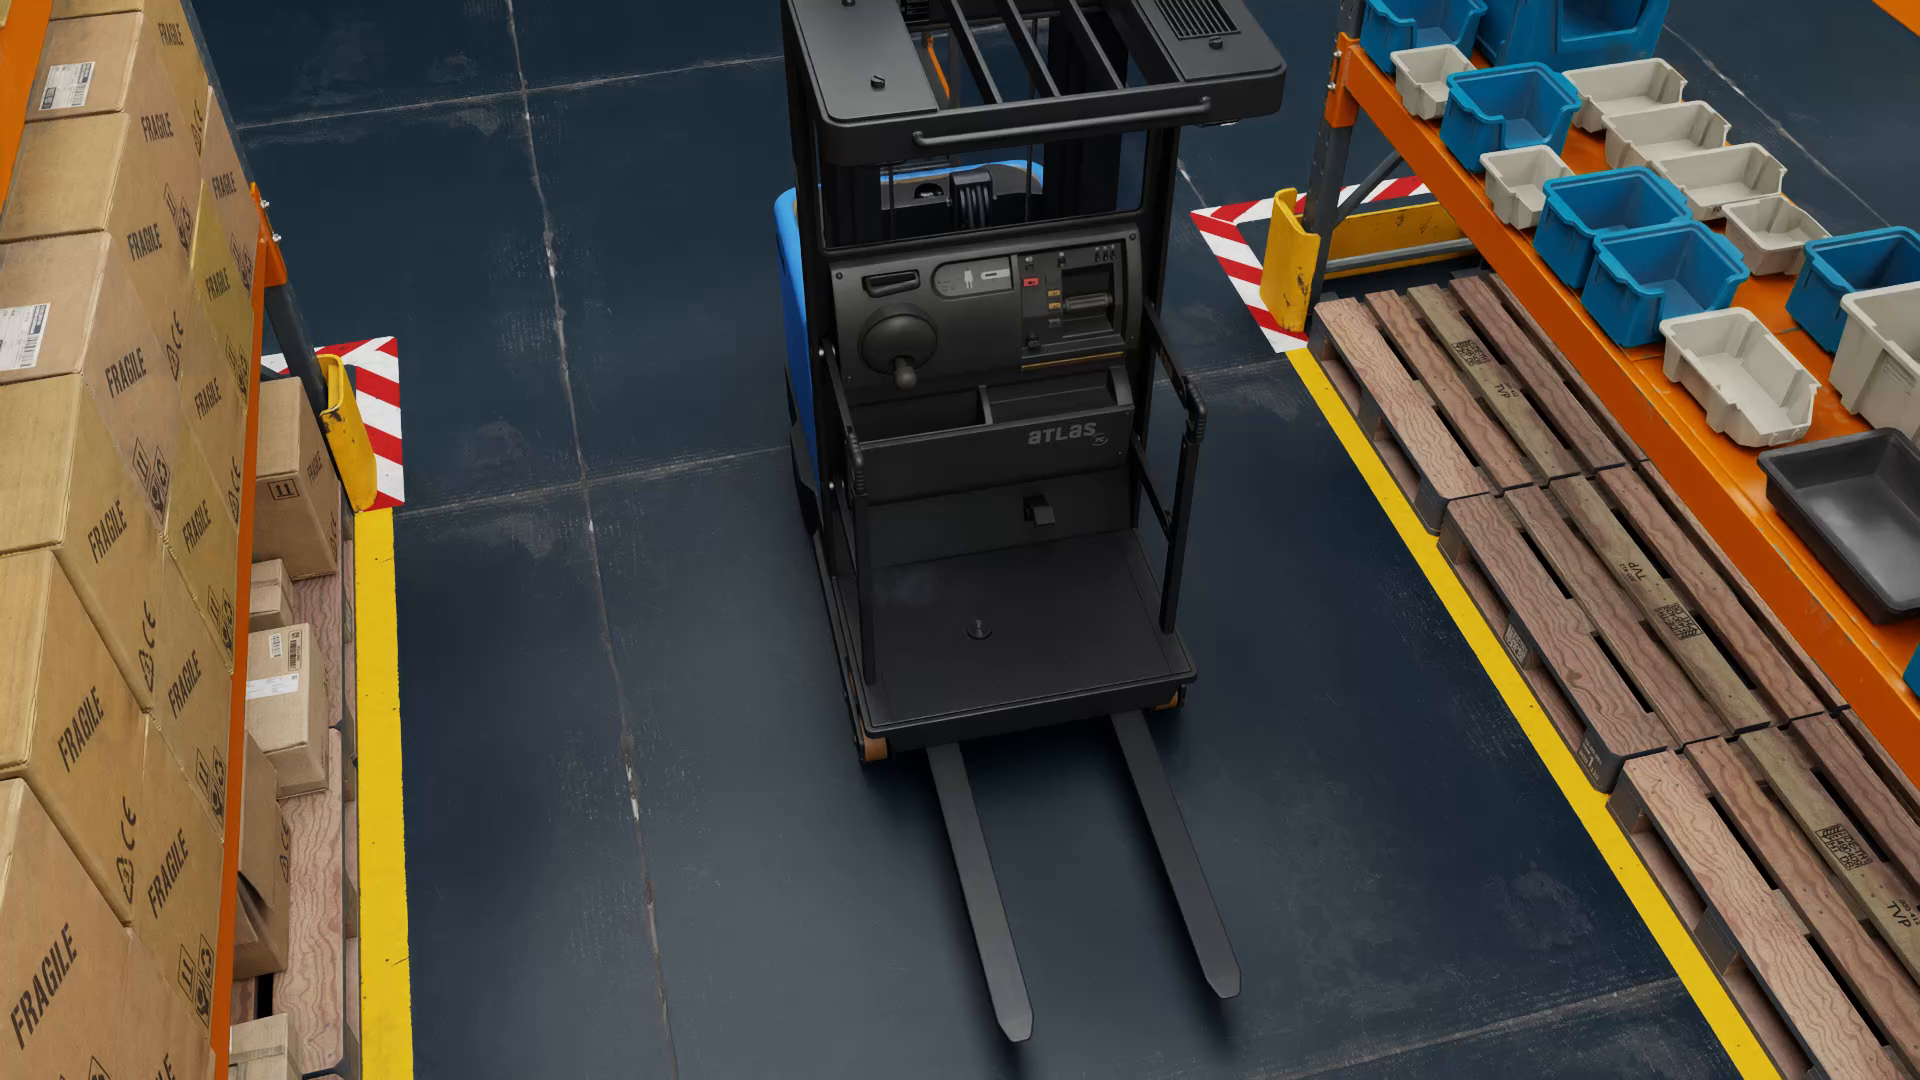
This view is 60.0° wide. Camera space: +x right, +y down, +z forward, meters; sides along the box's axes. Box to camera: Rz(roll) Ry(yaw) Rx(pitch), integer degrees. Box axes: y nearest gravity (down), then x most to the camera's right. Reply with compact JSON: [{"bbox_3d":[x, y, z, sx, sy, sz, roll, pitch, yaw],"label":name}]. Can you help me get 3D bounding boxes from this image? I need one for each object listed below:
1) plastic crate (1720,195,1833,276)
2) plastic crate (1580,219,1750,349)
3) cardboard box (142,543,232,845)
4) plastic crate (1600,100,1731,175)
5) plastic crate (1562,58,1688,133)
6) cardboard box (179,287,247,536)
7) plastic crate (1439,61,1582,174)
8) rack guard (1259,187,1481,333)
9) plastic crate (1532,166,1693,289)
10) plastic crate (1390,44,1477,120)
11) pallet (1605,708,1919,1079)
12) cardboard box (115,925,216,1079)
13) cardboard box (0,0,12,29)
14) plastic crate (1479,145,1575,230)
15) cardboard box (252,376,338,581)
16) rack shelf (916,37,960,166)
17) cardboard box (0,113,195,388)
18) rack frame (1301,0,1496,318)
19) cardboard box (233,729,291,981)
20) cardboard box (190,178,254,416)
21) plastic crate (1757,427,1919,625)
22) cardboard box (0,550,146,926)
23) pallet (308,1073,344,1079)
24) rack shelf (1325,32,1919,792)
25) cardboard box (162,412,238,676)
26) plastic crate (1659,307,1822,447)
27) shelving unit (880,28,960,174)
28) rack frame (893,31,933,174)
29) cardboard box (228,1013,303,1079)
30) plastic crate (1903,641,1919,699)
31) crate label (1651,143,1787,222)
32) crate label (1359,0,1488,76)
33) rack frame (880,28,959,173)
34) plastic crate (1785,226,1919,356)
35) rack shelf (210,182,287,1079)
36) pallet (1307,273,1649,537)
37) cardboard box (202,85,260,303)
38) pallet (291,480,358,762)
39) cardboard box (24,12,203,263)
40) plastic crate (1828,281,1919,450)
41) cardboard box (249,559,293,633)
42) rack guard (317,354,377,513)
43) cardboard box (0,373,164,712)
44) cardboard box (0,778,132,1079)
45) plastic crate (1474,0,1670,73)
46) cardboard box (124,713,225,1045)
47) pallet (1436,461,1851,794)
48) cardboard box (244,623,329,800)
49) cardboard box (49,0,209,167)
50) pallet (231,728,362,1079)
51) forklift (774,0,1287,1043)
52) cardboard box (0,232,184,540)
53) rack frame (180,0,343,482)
[{"bbox_3d":[2.561,-0.945,5.219,0.298,0.136,0.250,-11,47,-10],"label":"plastic crate"},{"bbox_3d":[2.087,-0.754,4.963,0.416,0.233,0.300,-11,47,-10],"label":"plastic crate"},{"bbox_3d":[-1.964,0.391,3.696,0.500,0.500,0.500,-11,47,-11],"label":"cardboard box"},{"bbox_3d":[2.373,-1.334,5.600,0.396,0.136,0.243,-11,47,-10],"label":"plastic crate"},{"bbox_3d":[2.312,-1.537,5.798,0.396,0.136,0.243,-11,47,-10],"label":"plastic crate"},{"bbox_3d":[-2.224,-0.307,4.381,0.500,0.500,0.500,-10,46,-10],"label":"cardboard box"},{"bbox_3d":[1.842,-1.415,5.612,0.416,0.233,0.300,-11,47,-10],"label":"plastic crate"},{"bbox_3d":[1.910,-1.277,7.152,1.175,0.500,0.348,-11,47,-10],"label":"rack guard"},{"bbox_3d":[2.011,-0.961,5.166,0.416,0.233,0.300,-11,47,-10],"label":"plastic crate"},{"bbox_3d":[1.676,-1.599,5.860,0.250,0.136,0.298,-11,47,-10],"label":"plastic crate"},{"bbox_3d":[2.727,1.099,5.025,1.003,0.211,1.213,-11,47,-10],"label":"pallet"},{"bbox_3d":[-1.704,1.090,3.012,0.500,0.500,0.500,-10,46,-9],"label":"cardboard box"},{"bbox_3d":[-2.216,-1.236,3.366,0.500,0.250,0.500,-11,47,-10],"label":"cardboard box"},{"bbox_3d":[1.849,-1.131,5.401,0.250,0.136,0.298,-11,47,-10],"label":"plastic crate"},{"bbox_3d":[-2.483,-0.184,5.772,0.500,0.500,0.500,-11,47,-10],"label":"cardboard box"},{"bbox_3d":[-0.254,-1.529,6.297,0.431,0.518,0.480,-9,46,-9],"label":"rack shelf"},{"bbox_3d":[-2.214,-0.657,4.024,0.500,0.500,0.500,-10,46,-9],"label":"cardboard box"},{"bbox_3d":[1.929,-2.138,6.245,1.000,3.000,0.127,-11,47,-10],"label":"rack frame"},{"bbox_3d":[-2.323,0.950,4.658,0.797,0.503,0.637,-11,47,-10],"label":"cardboard box"},{"bbox_3d":[-2.347,-0.653,4.720,0.500,0.500,0.500,-10,46,-10],"label":"cardboard box"},{"bbox_3d":[2.406,-0.025,4.325,0.437,0.125,0.590,-11,47,-10],"label":"plastic crate"},{"bbox_3d":[-1.818,0.409,2.979,0.500,0.500,0.500,-12,47,-12],"label":"cardboard box"},{"bbox_3d":[-2.012,2.028,4.114,1.003,0.211,1.213,-11,47,-10],"label":"pallet"},{"bbox_3d":[2.441,-0.505,5.149,1.077,0.370,4.000,-11,47,-10],"label":"rack shelf"},{"bbox_3d":[-2.095,0.040,4.040,0.500,0.500,0.500,-11,47,-11],"label":"cardboard box"},{"bbox_3d":[2.216,-0.452,4.736,0.293,0.136,0.466,-11,47,-10],"label":"plastic crate"},{"bbox_3d":[-0.254,-1.538,6.287,0.431,2.100,0.503,-9,46,-9],"label":"shelving unit"},{"bbox_3d":[-0.307,-1.708,6.454,0.400,2.100,0.015,-9,46,-9],"label":"rack frame"},{"bbox_3d":[-1.966,1.440,4.415,0.380,0.166,0.250,-11,47,-10],"label":"cardboard box"},{"bbox_3d":[2.503,0.348,3.778,0.392,0.384,0.575,-11,47,-10],"label":"plastic crate"},{"bbox_3d":[2.467,-1.146,5.416,0.396,0.136,0.243,-11,47,-10],"label":"crate label"},{"bbox_3d":[1.673,-1.870,6.057,0.416,0.233,0.303,-11,47,-10],"label":"crate label"},{"bbox_3d":[-0.201,-1.368,6.121,0.400,2.100,0.015,-9,46,-9],"label":"rack frame"},{"bbox_3d":[2.702,-0.729,4.940,0.416,0.233,0.300,-11,47,-10],"label":"plastic crate"},{"bbox_3d":[-2.349,0.398,4.264,1.077,0.370,4.000,-11,47,-10],"label":"rack shelf"},{"bbox_3d":[2.102,-0.586,6.676,1.003,0.211,1.213,-11,47,-10],"label":"pallet"},{"bbox_3d":[-2.483,-1.010,5.070,0.500,0.500,0.500,-9,46,-9],"label":"cardboard box"},{"bbox_3d":[-2.636,0.344,5.765,1.003,0.211,1.213,-11,47,-10],"label":"pallet"},{"bbox_3d":[-2.351,-1.014,4.374,0.500,0.500,0.500,-10,46,-9],"label":"cardboard box"},{"bbox_3d":[2.740,-0.444,4.626,0.437,0.282,0.530,-11,47,-10],"label":"plastic crate"},{"bbox_3d":[-2.467,0.229,5.601,0.380,0.166,0.250,-11,47,-10],"label":"cardboard box"},{"bbox_3d":[-2.841,-0.308,6.201,1.175,0.500,0.348,-11,47,-10],"label":"rack guard"},{"bbox_3d":[-1.949,0.054,3.327,0.500,0.500,0.500,-12,47,-11],"label":"cardboard box"},{"bbox_3d":[-1.685,0.765,2.630,0.500,0.500,0.500,-10,46,-9],"label":"cardboard box"},{"bbox_3d":[2.195,-1.974,6.018,0.616,0.435,0.499,-11,47,-10],"label":"plastic crate"},{"bbox_3d":[-1.838,0.737,3.357,0.500,0.500,0.500,-10,46,-10],"label":"cardboard box"},{"bbox_3d":[2.411,0.255,5.852,1.003,0.211,1.213,-11,47,-10],"label":"pallet"},{"bbox_3d":[-2.269,0.565,5.213,0.500,0.250,0.500,-11,47,-10],"label":"cardboard box"},{"bbox_3d":[-2.481,-1.363,4.715,0.500,0.500,0.500,-11,47,-11],"label":"cardboard box"},{"bbox_3d":[-2.327,1.185,4.941,1.003,0.211,1.213,-11,47,-10],"label":"pallet"},{"bbox_3d":[0.135,-0.592,4.778,1.130,2.935,3.031,-9,46,-9],"label":"forklift"},{"bbox_3d":[-2.082,-0.303,3.676,0.500,0.500,0.500,-9,46,-9],"label":"cardboard box"},{"bbox_3d":[-2.861,-1.235,5.360,1.000,3.000,0.127,-11,47,-10],"label":"rack frame"}]
